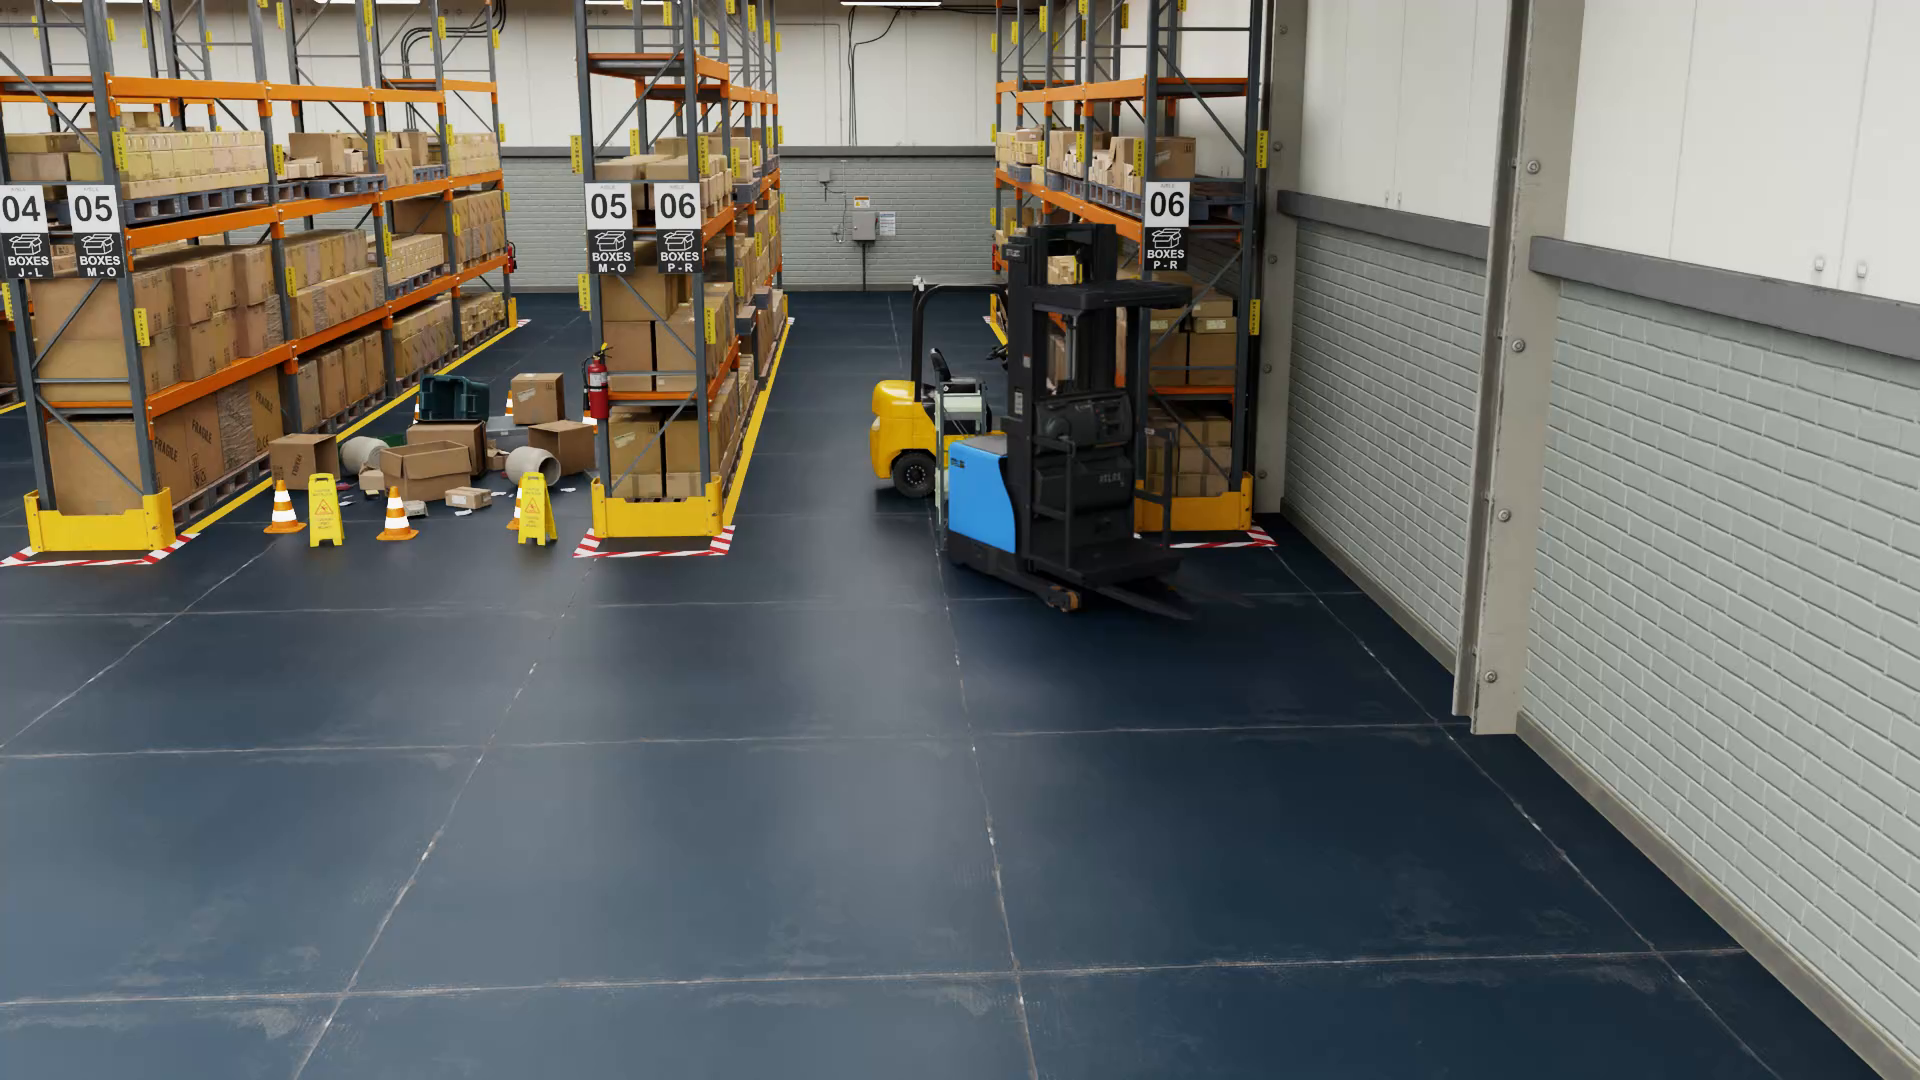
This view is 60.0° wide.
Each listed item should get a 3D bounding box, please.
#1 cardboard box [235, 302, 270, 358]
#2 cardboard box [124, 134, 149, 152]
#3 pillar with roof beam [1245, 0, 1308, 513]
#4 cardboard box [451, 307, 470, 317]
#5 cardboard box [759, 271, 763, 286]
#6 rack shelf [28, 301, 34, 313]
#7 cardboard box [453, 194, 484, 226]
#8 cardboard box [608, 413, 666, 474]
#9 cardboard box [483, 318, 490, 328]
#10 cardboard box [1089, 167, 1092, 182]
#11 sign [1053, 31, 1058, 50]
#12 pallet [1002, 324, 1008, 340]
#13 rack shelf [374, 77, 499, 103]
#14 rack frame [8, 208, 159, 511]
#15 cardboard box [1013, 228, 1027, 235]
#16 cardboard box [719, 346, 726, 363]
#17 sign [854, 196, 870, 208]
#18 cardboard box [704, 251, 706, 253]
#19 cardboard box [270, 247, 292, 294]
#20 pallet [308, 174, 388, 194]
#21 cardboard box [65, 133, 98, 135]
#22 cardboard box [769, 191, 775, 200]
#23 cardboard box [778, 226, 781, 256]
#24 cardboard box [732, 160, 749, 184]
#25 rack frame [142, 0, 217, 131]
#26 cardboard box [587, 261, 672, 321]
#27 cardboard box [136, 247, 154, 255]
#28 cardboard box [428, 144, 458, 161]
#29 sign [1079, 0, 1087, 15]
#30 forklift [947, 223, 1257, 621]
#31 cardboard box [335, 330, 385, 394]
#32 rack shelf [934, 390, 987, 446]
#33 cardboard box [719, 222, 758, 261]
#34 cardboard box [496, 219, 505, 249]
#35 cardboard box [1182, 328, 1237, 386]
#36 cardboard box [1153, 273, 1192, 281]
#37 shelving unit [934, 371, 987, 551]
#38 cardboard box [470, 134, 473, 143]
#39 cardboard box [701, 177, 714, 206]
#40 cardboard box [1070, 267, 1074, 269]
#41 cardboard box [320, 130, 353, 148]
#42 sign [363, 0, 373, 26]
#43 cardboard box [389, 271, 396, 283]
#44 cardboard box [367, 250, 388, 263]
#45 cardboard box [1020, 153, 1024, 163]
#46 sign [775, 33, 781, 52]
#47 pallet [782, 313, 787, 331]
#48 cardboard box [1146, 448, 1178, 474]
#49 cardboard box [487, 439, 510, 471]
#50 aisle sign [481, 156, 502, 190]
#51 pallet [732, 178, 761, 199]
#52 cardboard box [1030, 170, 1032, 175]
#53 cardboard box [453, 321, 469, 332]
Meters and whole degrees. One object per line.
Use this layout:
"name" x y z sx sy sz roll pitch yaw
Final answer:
"cardboard box" -7.894 -2.244 17.651 0.875 0.550 0.550 -1 14 -3
"cardboard box" -7.456 -3.524 14.767 0.380 0.149 0.250 -1 14 -3
"pillar with roof beam" -1.290 -4.610 15.107 9.100 9.000 0.400 -1 14 -3
"cardboard box" -8.358 -3.785 27.625 0.380 0.149 0.250 -1 14 -5
"cardboard box" -3.155 -3.807 24.326 0.500 0.250 0.500 0 14 -2
"rack shelf" -13.314 -3.492 24.245 1.077 0.370 4.000 -1 14 -3
"cardboard box" -8.344 -5.564 28.051 0.500 0.500 0.500 -1 14 -5
"cardboard box" -3.114 -0.936 16.040 0.500 0.500 0.500 -1 14 -3
"cardboard box" -8.338 -3.757 28.713 0.380 0.149 0.250 -1 14 -2
"cardboard box" 1.627 -4.045 18.393 0.380 0.149 0.250 -1 14 -2
"sign" 1.714 -9.001 29.981 0.100 0.325 0.005 -1 14 -3
"pallet" 1.286 -3.692 29.178 1.003 0.211 1.213 -1 14 -3
"rack shelf" -8.605 -7.442 27.564 1.077 0.370 4.000 -1 14 -3
"rack frame" -7.738 -1.405 14.689 1.000 3.000 0.127 -1 14 -3
"cardboard box" 1.213 -4.696 26.439 0.700 0.500 0.500 -1 14 -2
"cardboard box" -2.623 -1.924 17.212 0.380 0.149 0.250 -1 14 -3
"sign" -2.130 -7.334 36.078 0.339 0.242 0.001 -1 14 -3
"cardboard box" -3.367 -3.260 20.260 0.500 0.500 0.500 0 14 -2
"cardboard box" -8.022 -3.055 18.898 0.700 0.500 0.500 -1 14 -4
"pallet" -8.141 -4.596 21.453 1.213 0.211 1.003 0 14 -1
"cardboard box" -8.159 -3.705 15.469 0.380 0.149 0.250 -1 14 -3
"cardboard box" -3.459 -6.057 29.263 0.380 0.149 0.250 -1 14 -2
"cardboard box" -3.501 -5.418 30.087 0.500 0.500 0.500 -1 14 -3
"cardboard box" -2.688 -4.236 19.132 0.500 0.250 0.500 -1 14 -5
"rack frame" -13.686 -8.238 29.208 1.000 3.000 0.127 -1 14 -3
"cardboard box" -3.053 -2.307 15.391 0.700 0.500 0.500 -1 14 -5
"cardboard box" -13.206 -4.530 26.540 0.500 0.250 0.500 -1 14 -4
"cardboard box" -8.272 -6.135 26.351 0.500 0.250 0.500 0 14 -2
"sign" 1.362 -5.963 18.334 0.100 0.325 0.005 -1 14 -3
"forklift" 1.115 -0.983 13.190 1.130 2.935 3.031 -9 17 -32
"cardboard box" -8.286 -2.355 22.056 1.050 0.750 0.750 -1 14 -4
"rack shelf" 0.000 -1.103 14.959 0.431 0.370 0.720 -1 14 -3
"cardboard box" -3.086 -4.155 23.171 0.500 0.500 0.500 -1 14 -5
"cardboard box" -8.445 -5.469 29.687 0.500 0.500 0.500 -1 14 -2
"cardboard box" 2.397 -1.760 15.869 0.500 0.500 0.500 0 14 -2
"cardboard box" 2.306 -2.820 18.093 0.380 0.149 0.250 -1 14 -5
"shelving unit" 0.000 -0.725 15.057 0.431 1.500 0.755 -1 14 -3
"cardboard box" -8.321 -6.673 27.643 0.380 0.149 0.250 -1 14 -5
"cardboard box" -2.591 -3.285 15.681 0.500 0.250 0.500 -1 14 -4
"cardboard box" 1.561 -3.278 20.467 0.380 0.149 0.250 -1 14 -5
"cardboard box" -8.565 -5.490 22.811 0.396 0.266 0.258 -1 14 -3
"sign" -7.680 -6.838 21.575 0.100 0.325 0.005 -1 14 -3
"cardboard box" -8.076 -3.657 23.105 0.380 0.149 0.250 0 14 -1
"cardboard box" -8.069 -3.883 22.790 0.380 0.149 0.250 -1 14 -3
"cardboard box" 1.101 -5.753 25.032 0.380 0.149 0.250 -1 14 -2
"sign" -3.253 -8.886 29.695 0.100 0.325 0.005 -1 14 -3
"pallet" -3.667 -3.937 30.129 1.003 0.211 1.213 -1 14 -3
"cardboard box" 1.808 -0.814 16.065 0.500 0.250 0.500 -1 14 -4
"cardboard box" -5.143 -0.941 18.375 0.258 0.266 0.396 -13 20 -42
"aisle sign" -8.434 -6.666 29.920 0.394 0.787 0.004 -1 14 -3
"pallet" -3.051 -4.276 20.206 1.213 0.211 1.003 -1 14 -3
"cardboard box" 1.090 -5.984 26.972 0.380 0.149 0.250 -1 14 -4
"cardboard box" -8.185 -3.451 26.924 0.380 0.149 0.250 0 14 -1
